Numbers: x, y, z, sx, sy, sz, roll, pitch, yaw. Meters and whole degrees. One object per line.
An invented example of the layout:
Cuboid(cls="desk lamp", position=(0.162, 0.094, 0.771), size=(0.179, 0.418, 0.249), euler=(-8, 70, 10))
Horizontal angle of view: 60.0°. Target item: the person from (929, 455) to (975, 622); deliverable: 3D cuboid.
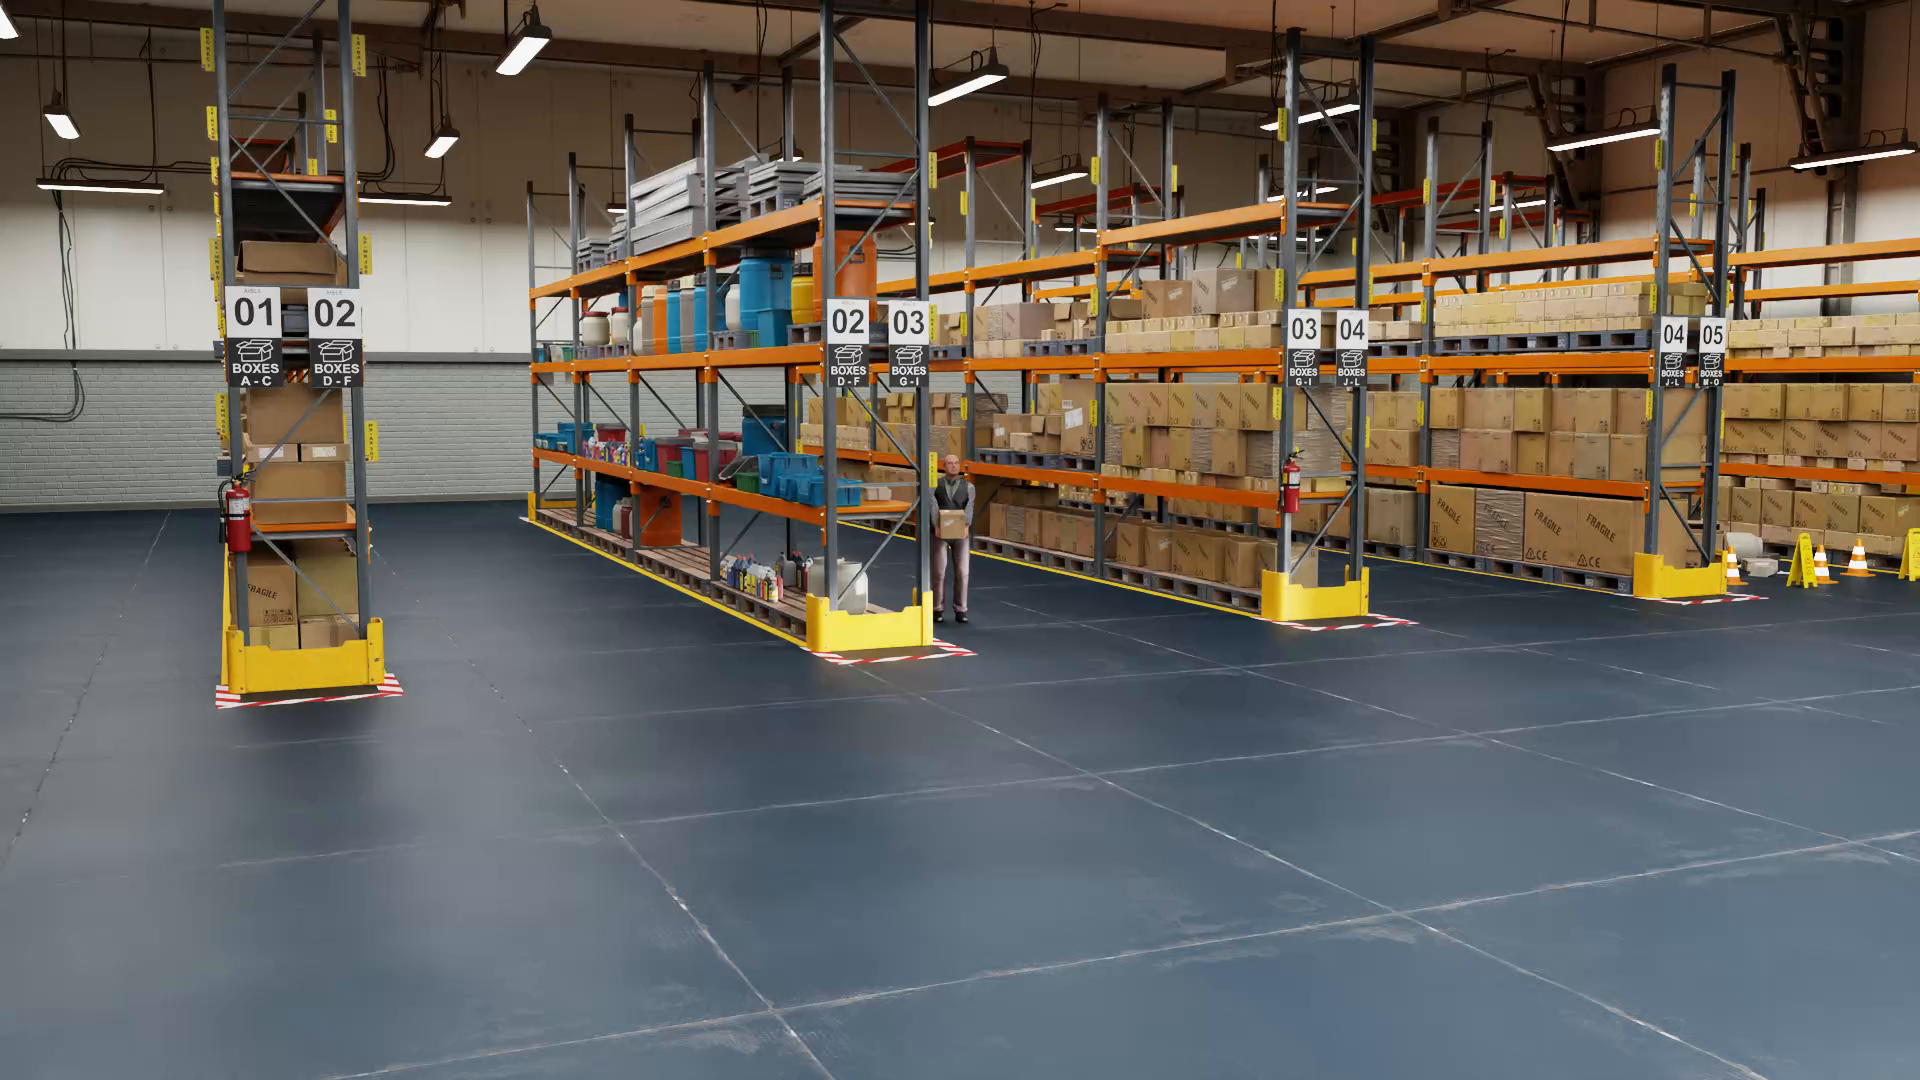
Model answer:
Cuboid(cls="person", position=(-0.078, -0.014, 17.080), size=(0.494, 1.711, 0.559), euler=(0, 5, -5))
